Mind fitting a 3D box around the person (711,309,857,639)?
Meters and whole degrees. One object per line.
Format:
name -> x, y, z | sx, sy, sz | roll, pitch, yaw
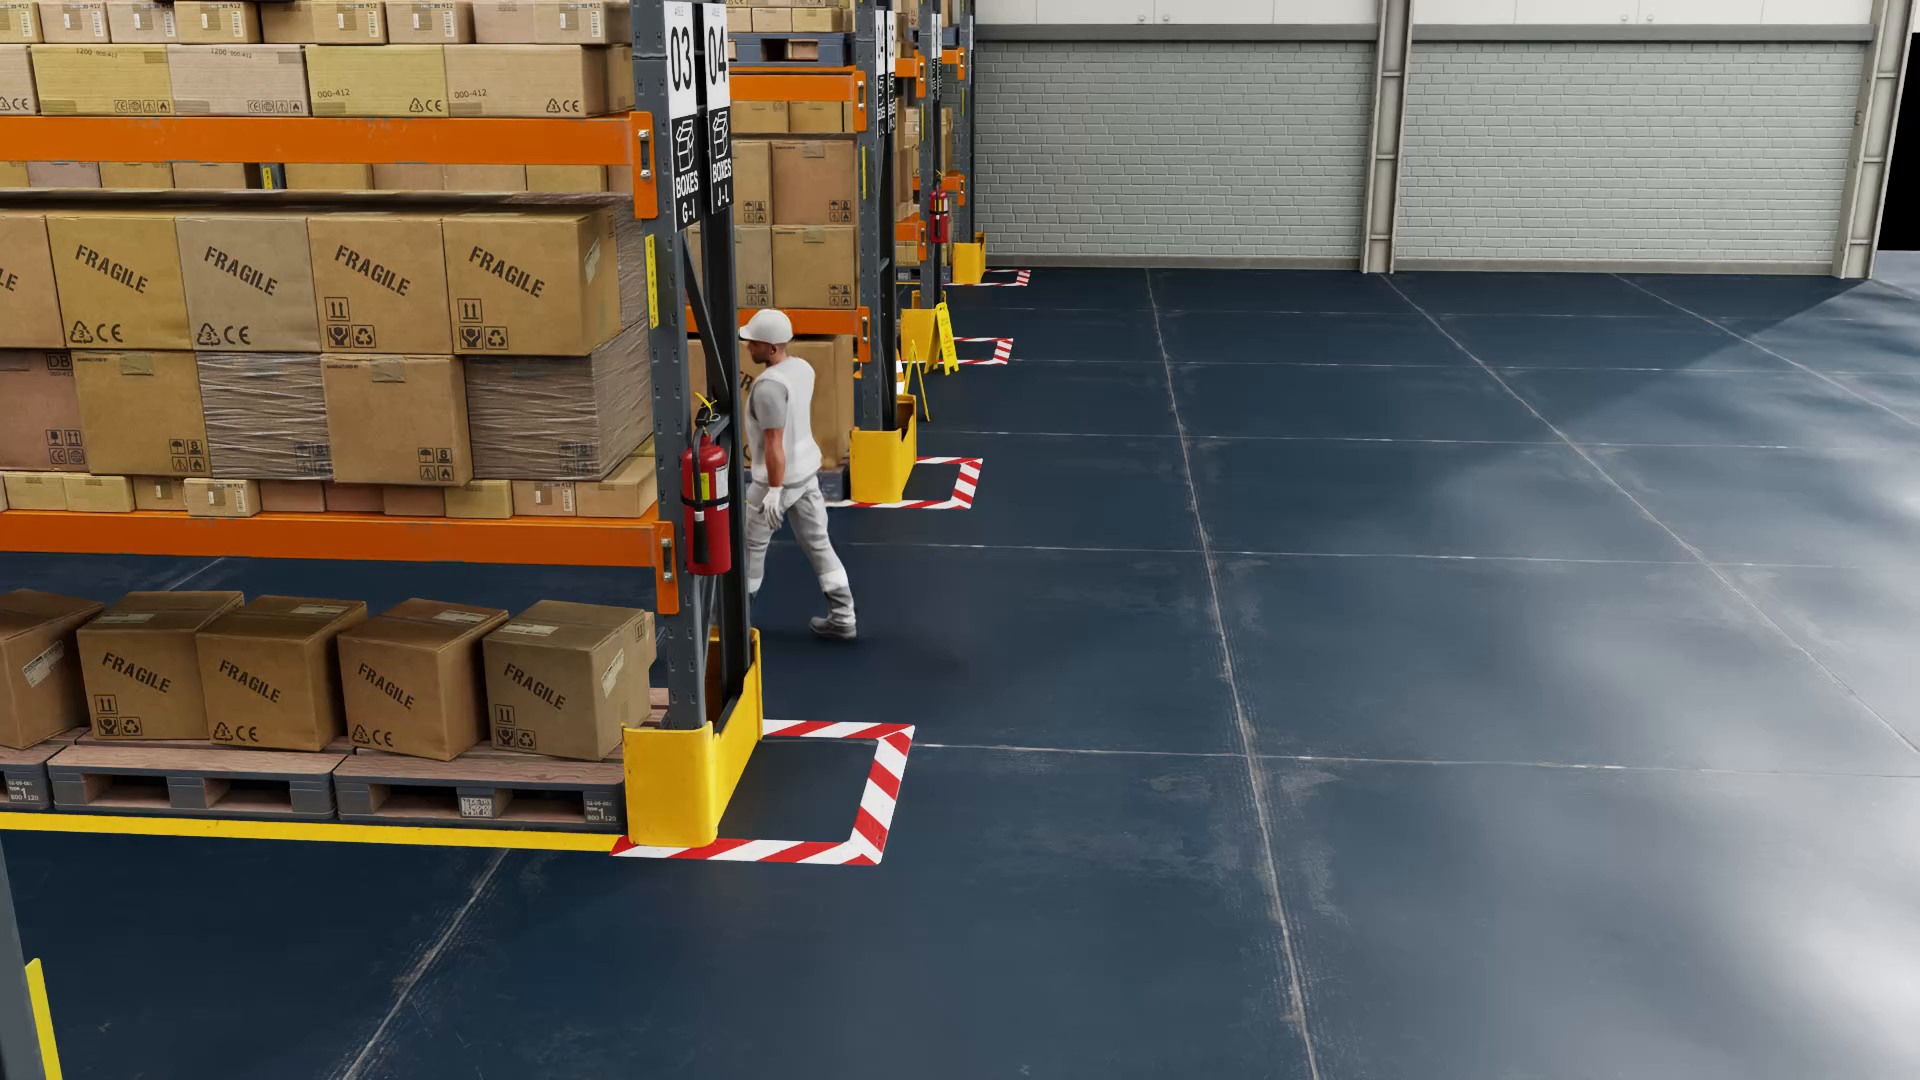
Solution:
person -> -1.004, -0.333, 8.575 | 0.923, 1.750, 0.643 | 7, 19, 22
